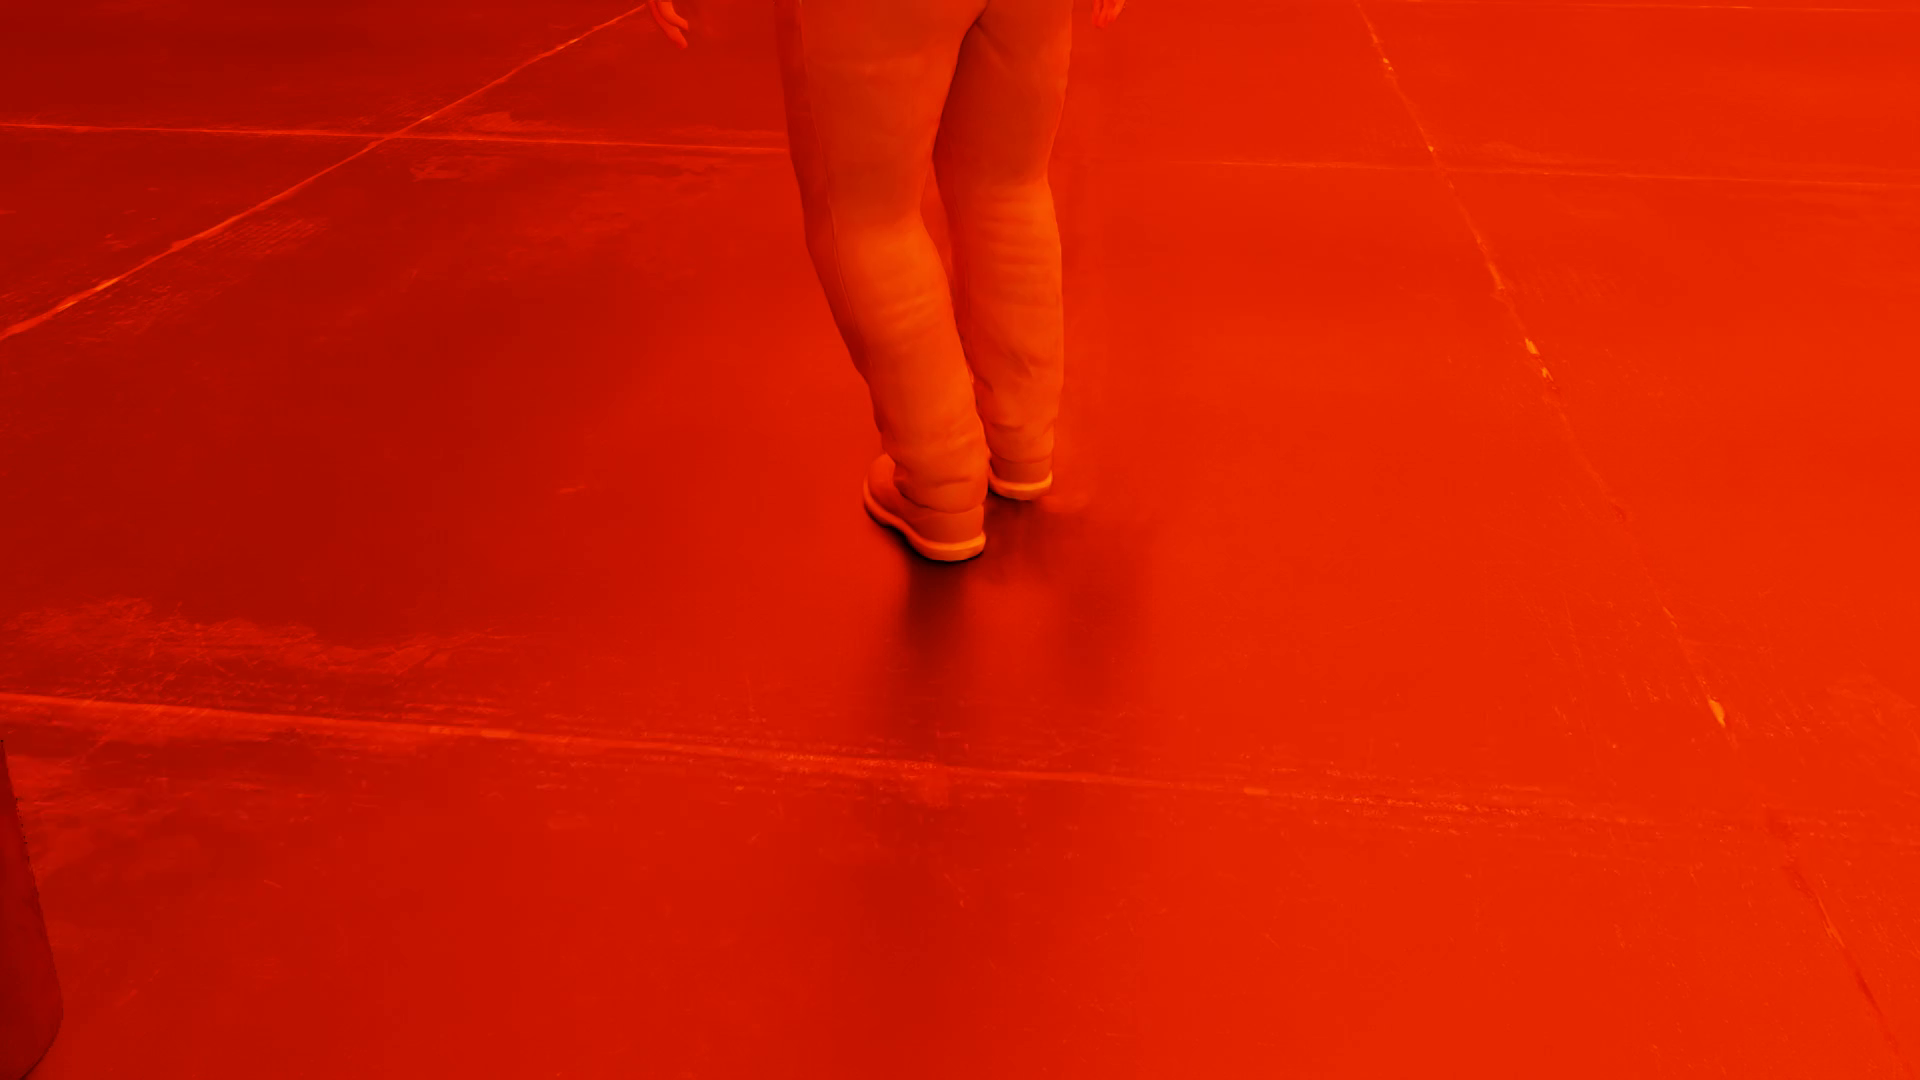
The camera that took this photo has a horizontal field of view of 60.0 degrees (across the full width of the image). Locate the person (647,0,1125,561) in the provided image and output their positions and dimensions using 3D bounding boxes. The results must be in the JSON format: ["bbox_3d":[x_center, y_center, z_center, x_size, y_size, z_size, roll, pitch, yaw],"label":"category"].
[{"bbox_3d":[-0.065,-0.811,2.205,0.709,1.716,0.426,-19,32,-33],"label":"person"}]
